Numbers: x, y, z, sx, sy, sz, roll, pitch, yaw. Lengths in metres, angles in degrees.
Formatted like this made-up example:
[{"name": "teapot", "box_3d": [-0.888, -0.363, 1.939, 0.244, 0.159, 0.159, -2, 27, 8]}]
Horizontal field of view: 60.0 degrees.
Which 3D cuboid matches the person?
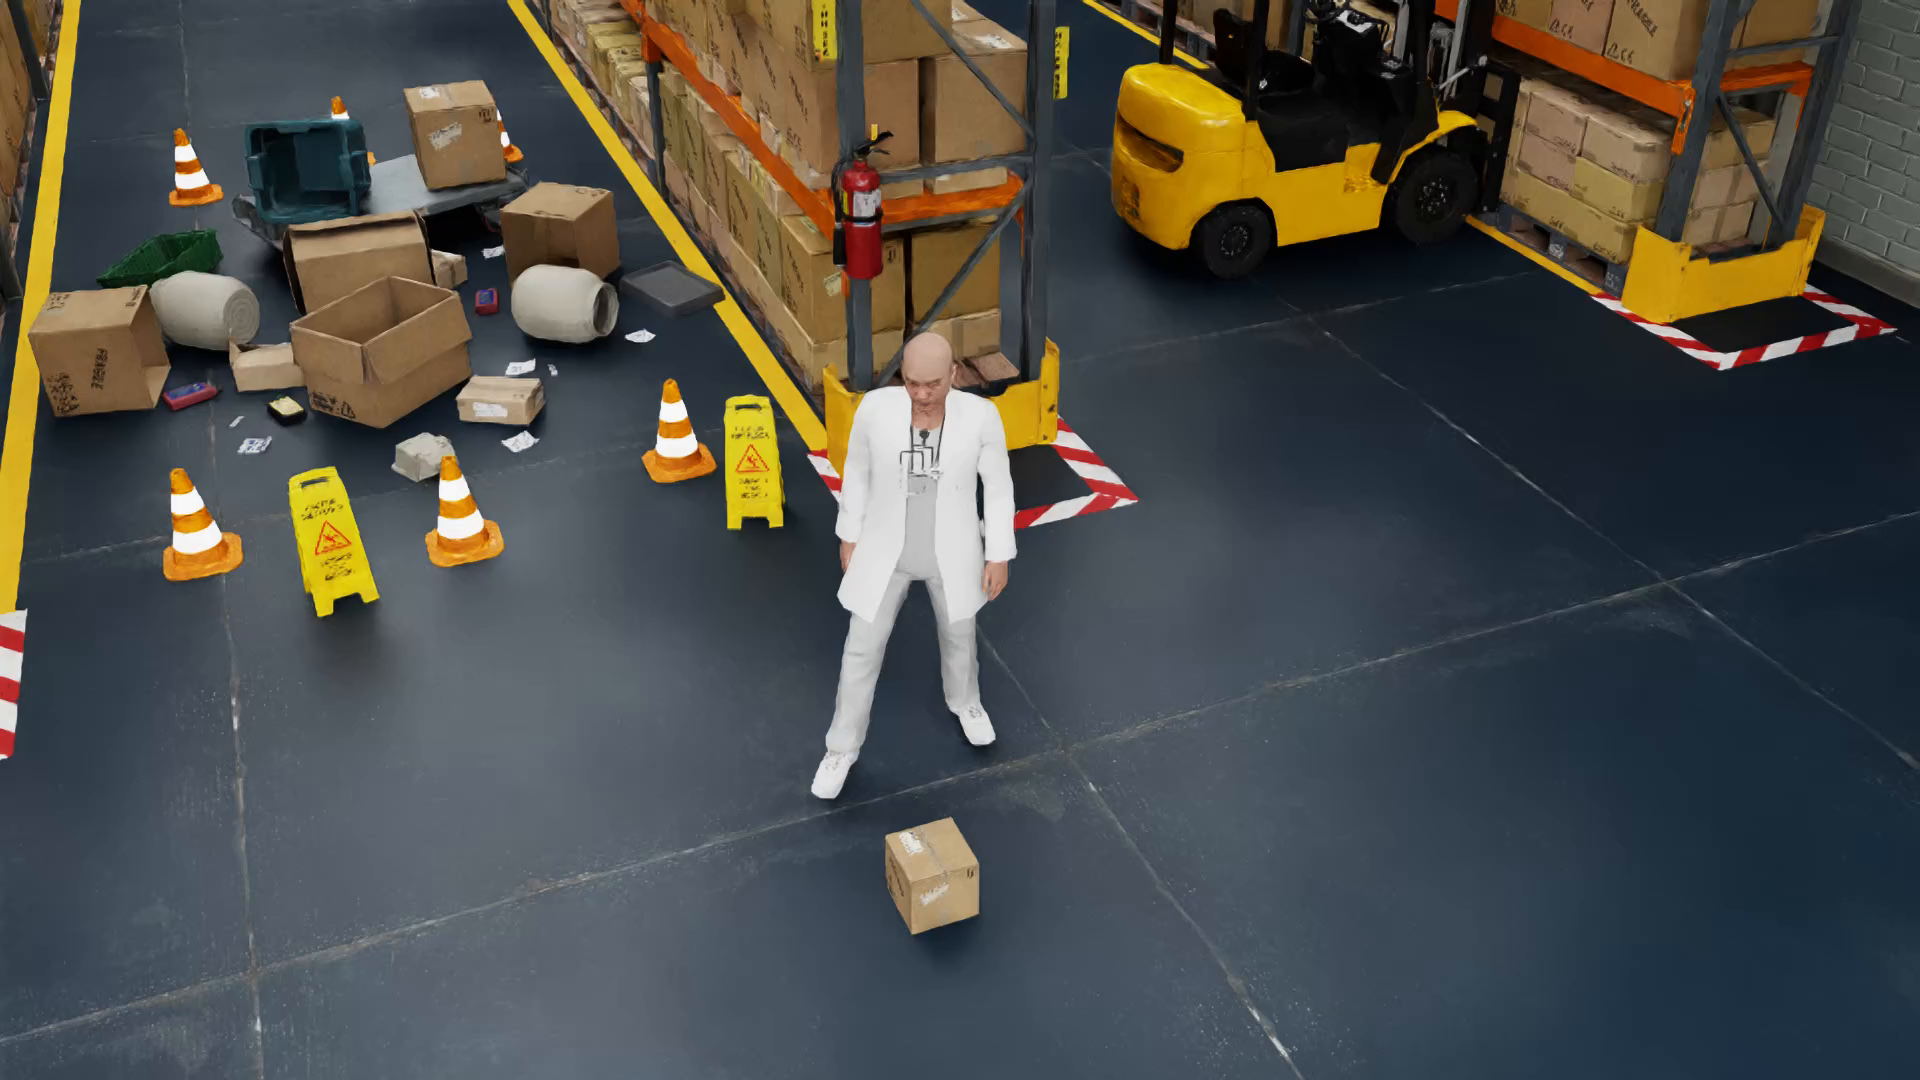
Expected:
[{"name": "person", "box_3d": [-0.170, 0.083, 5.990, 0.749, 1.770, 0.733, 1, 33, 1]}]
